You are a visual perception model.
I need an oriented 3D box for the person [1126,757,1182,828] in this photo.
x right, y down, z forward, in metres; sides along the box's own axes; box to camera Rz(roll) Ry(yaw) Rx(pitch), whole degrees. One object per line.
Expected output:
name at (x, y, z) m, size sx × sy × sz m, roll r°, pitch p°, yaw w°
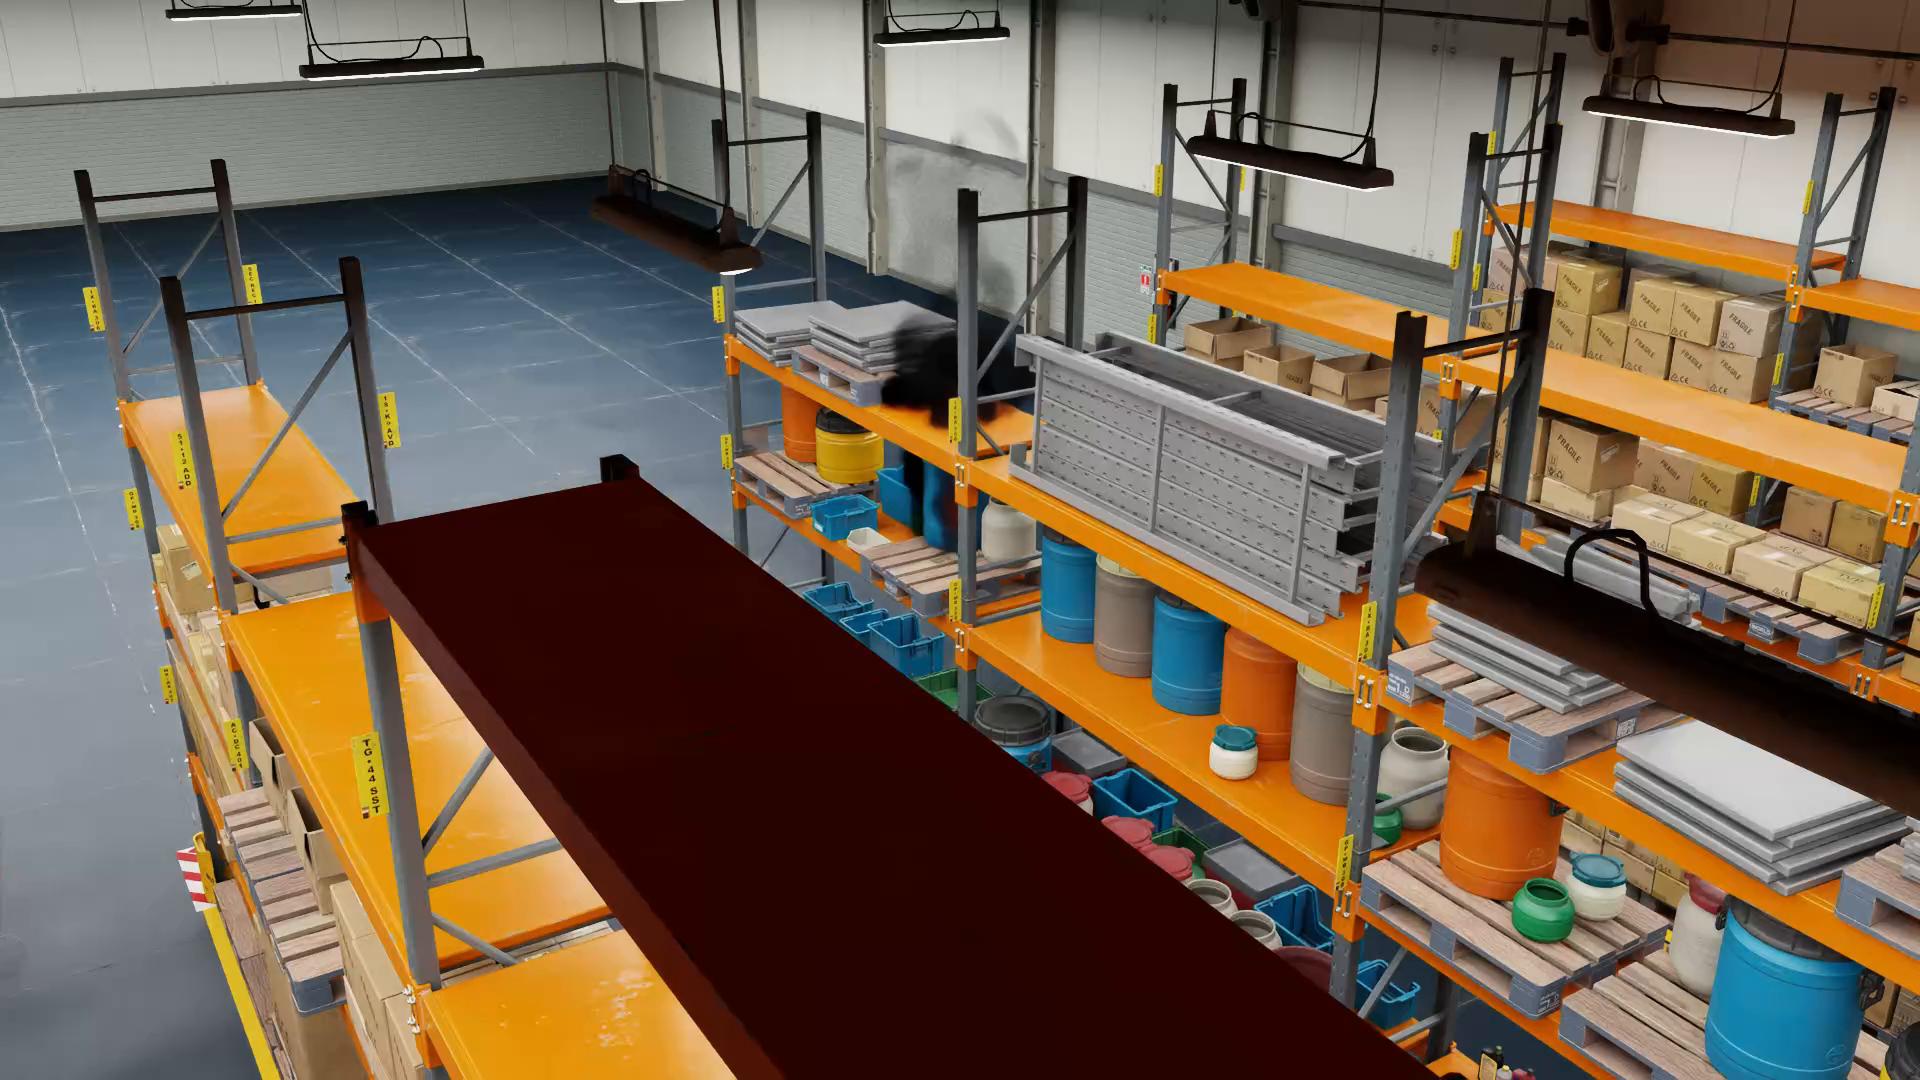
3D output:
person at (1.633, 1.991, 14.305) m, size 0.582 × 1.618 × 0.578 m, roll -16°, pitch 27°, yaw -35°
